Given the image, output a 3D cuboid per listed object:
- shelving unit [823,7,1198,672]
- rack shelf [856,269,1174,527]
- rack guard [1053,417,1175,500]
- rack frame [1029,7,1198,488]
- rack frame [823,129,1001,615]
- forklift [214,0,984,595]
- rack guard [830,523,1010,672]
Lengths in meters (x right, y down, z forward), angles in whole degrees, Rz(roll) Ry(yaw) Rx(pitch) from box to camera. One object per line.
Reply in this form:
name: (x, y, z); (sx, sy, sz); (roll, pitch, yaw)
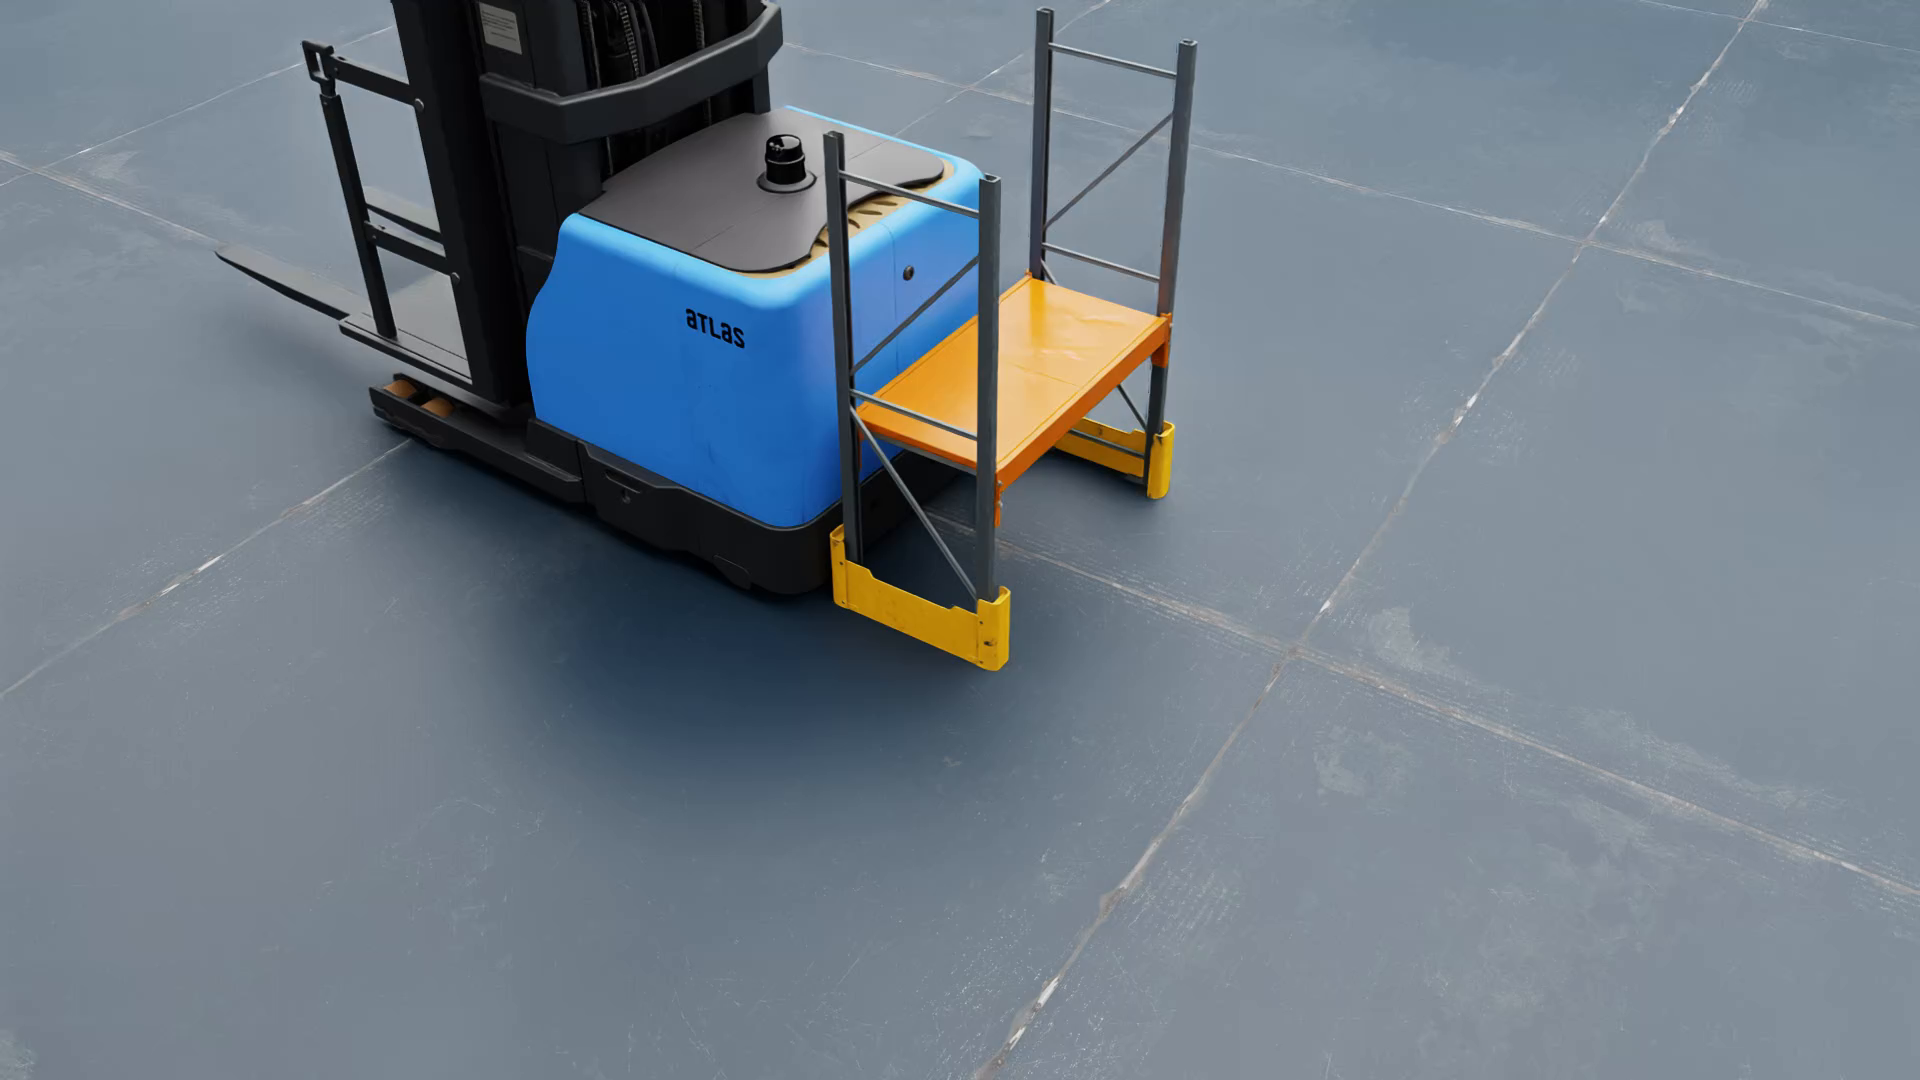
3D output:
shelving unit: (0.153, -0.586, 4.781); (0.587, 1.500, 1.083); (22, 43, 26)
rack shelf: (0.157, -0.448, 4.897); (0.538, 0.185, 1.000); (22, 43, 26)
rack guard: (0.425, -0.345, 5.493); (0.587, 0.250, 0.087); (22, 43, 26)
rack frame: (0.436, -0.850, 5.124); (0.500, 1.500, 0.032); (22, 43, 26)
rack frame: (-0.121, -0.330, 4.450); (0.500, 1.500, 0.032); (22, 43, 26)
forklift: (-1.407, -1.713, 5.072); (3.031, 2.935, 1.130); (24, 43, 27)
rack guard: (-0.120, 0.164, 4.833); (0.587, 0.250, 0.087); (22, 43, 26)
